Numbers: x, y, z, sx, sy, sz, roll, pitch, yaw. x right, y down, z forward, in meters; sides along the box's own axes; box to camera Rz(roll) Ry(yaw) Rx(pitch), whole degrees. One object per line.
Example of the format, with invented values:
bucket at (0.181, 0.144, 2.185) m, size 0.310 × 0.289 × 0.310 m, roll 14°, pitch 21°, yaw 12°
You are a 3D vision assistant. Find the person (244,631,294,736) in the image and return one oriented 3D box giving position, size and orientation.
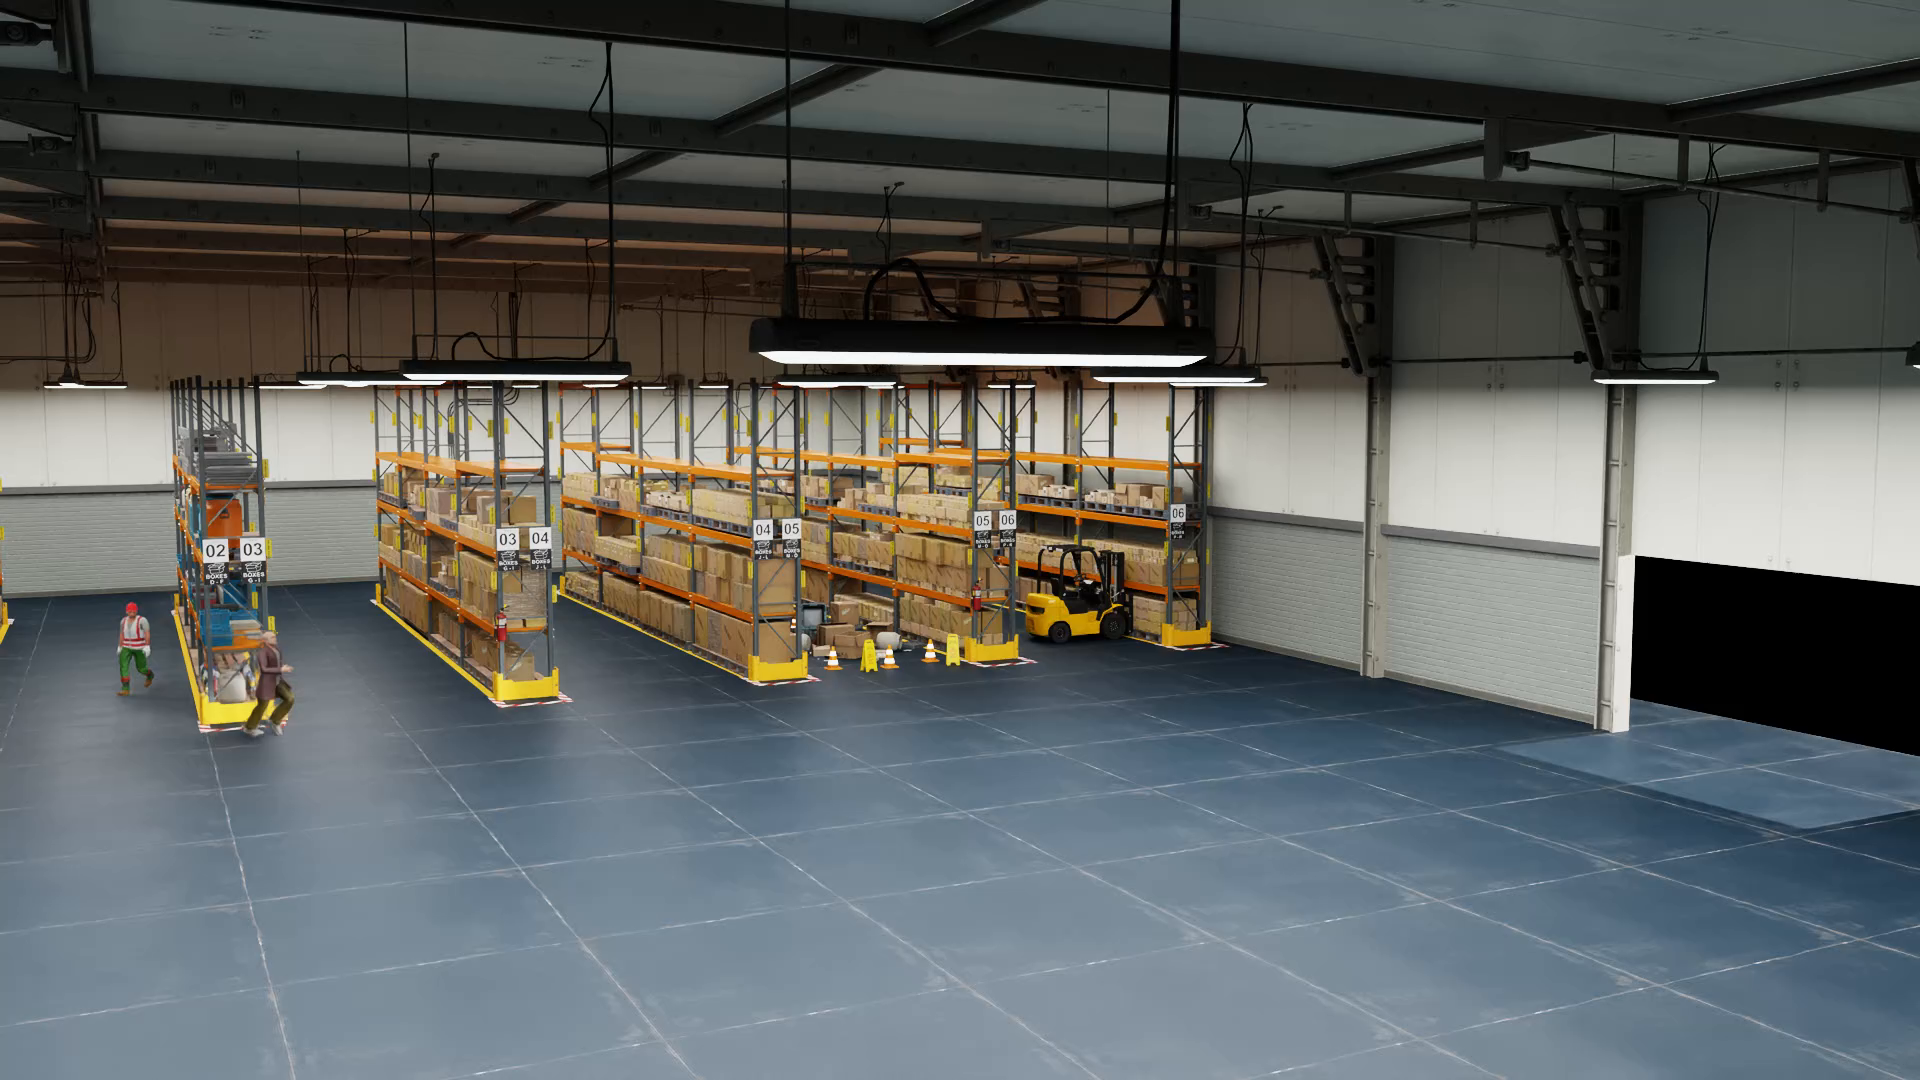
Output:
person at (-11.432, 2.382, 27.603) m, size 0.926 × 1.762 × 0.733 m, roll 1°, pitch 5°, yaw 12°

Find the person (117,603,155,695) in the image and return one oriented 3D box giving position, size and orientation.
person at (-15.657, 2.039, 31.535) m, size 0.642 × 1.743 × 0.887 m, roll 0°, pitch 5°, yaw -1°

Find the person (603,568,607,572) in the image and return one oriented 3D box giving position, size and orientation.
person at (-10.503, 0.609, 48.701) m, size 0.775 × 1.626 × 0.527 m, roll 2°, pitch 5°, yaw 20°
